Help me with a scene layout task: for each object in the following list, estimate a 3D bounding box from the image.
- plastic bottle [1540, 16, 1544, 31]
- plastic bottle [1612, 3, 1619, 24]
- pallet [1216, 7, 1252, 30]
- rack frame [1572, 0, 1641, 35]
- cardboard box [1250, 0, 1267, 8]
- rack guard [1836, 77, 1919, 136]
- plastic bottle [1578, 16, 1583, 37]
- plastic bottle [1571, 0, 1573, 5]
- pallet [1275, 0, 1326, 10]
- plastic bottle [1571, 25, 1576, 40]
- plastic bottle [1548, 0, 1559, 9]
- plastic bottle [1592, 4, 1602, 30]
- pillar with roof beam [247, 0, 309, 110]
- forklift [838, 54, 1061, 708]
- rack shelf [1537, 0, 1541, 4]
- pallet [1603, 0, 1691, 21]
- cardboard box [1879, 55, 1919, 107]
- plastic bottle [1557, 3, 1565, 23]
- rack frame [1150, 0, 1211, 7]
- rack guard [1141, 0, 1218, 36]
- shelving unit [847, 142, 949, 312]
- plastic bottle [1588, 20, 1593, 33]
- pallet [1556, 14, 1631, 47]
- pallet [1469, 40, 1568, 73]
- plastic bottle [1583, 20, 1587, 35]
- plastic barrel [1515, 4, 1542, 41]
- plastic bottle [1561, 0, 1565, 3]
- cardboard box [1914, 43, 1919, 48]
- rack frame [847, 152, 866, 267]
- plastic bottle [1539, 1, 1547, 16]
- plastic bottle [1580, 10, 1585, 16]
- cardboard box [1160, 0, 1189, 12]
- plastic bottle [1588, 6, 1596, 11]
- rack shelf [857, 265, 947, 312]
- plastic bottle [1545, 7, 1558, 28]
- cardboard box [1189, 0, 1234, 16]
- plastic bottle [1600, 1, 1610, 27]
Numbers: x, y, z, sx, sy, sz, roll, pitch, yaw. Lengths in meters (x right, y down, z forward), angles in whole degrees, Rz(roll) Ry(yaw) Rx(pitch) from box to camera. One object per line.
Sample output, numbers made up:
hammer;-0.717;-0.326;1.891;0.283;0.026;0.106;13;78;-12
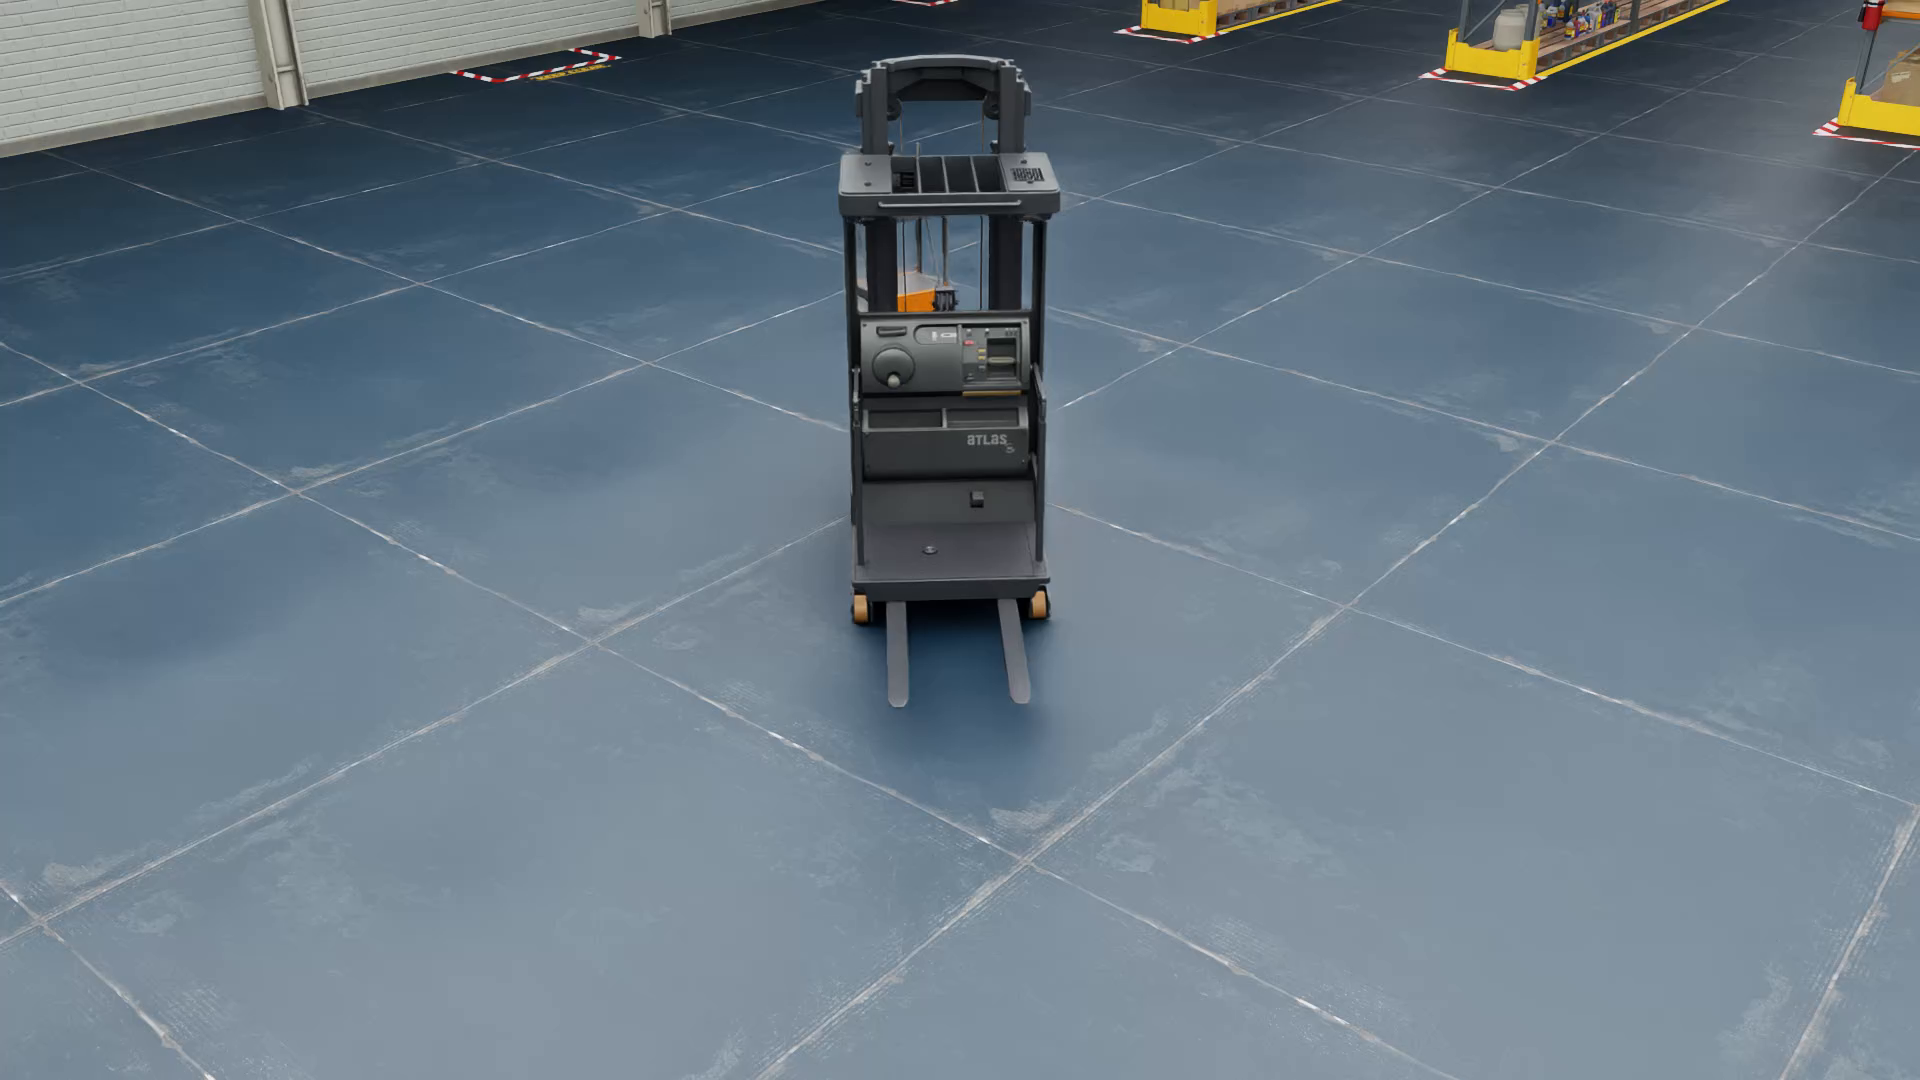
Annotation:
plastic bottle;8.338;-7.436;23.925;0.097;0.201;0.097;0;27;0
plastic bottle;9.623;-7.743;24.431;0.061;0.283;0.133;23;35;37
pallet;3.764;-8.097;25.672;1.003;0.211;1.213;21;34;34
rack frame;9.674;-9.021;24.424;1.000;3.000;0.127;21;34;34
cardboard box;4.457;-8.498;25.948;0.500;0.250;0.500;21;34;34
rack guard;11.000;-5.072;19.511;1.175;0.500;0.348;21;34;34
plastic bottle;8.742;-7.260;23.510;0.097;0.271;0.097;0;27;0
plastic bottle;9.031;-7.872;24.679;0.061;0.283;0.133;21;34;34
pallet;5.316;-8.962;27.344;1.003;0.211;1.213;21;34;34
plastic bottle;8.590;-7.144;23.362;0.097;0.201;0.097;0;27;0
plastic bottle;8.721;-7.808;24.483;0.144;0.351;0.185;19;33;32
plastic bottle;9.160;-7.545;23.974;0.144;0.351;0.185;21;34;34
pillar with roof beam;-5.048;-8.151;16.213;9.100;9.000;0.400;21;34;34
forklift;-0.068;-0.985;8.964;1.130;2.935;3.031;-1;27;-2
rack shelf;8.402;-7.993;23.218;1.077;0.370;4.000;21;34;34
pallet;10.920;-8.507;26.465;1.003;0.211;1.213;21;34;34
cardboard box;11.362;-5.448;19.781;0.500;0.500;0.500;-21;34;-35
plastic bottle;8.842;-7.753;24.463;0.097;0.271;0.097;0;27;0
rack frame;3.310;-9.052;24.483;1.000;3.000;0.127;21;34;34
rack guard;3.295;-7.933;25.041;1.175;0.500;0.348;21;34;34
shelving unit;-0.389;-1.457;10.781;0.503;2.100;0.431;-14;31;-25
plastic bottle;8.999;-7.372;23.803;0.097;0.201;0.097;0;27;0
pallet;9.215;-7.557;24.628;1.003;0.211;1.213;21;34;34
pallet;7.663;-6.692;22.956;1.003;0.211;1.213;21;34;34
plastic bottle;8.869;-7.299;23.662;0.097;0.201;0.097;0;27;0
plastic barrel;7.809;-7.118;22.995;0.421;0.512;0.421;0;27;0
plastic bottle;8.949;-7.899;24.741;0.152;0.276;0.135;22;35;36
cardboard box;12.129;-5.887;20.628;0.500;0.500;0.500;25;36;39
rack frame;-0.603;-1.403;10.677;0.015;2.100;0.400;-14;31;-25
plastic bottle;8.450;-7.658;24.192;0.144;0.351;0.185;20;34;34
plastic bottle;8.971;-7.490;23.940;0.061;0.283;0.133;21;34;34
cardboard box;3.423;-8.294;25.553;0.500;0.250;0.500;21;34;34
plastic bottle;9.235;-7.661;24.279;0.152;0.276;0.135;21;34;34
rack shelf;-0.389;-1.445;10.788;0.480;0.518;0.431;-14;31;-25
plastic bottle;8.581;-7.590;24.143;0.152;0.276;0.135;21;34;34
cardboard box;3.823;-8.142;25.261;0.500;0.250;0.500;21;34;34
plastic bottle;9.365;-7.660;24.196;0.144;0.351;0.185;19;33;32
